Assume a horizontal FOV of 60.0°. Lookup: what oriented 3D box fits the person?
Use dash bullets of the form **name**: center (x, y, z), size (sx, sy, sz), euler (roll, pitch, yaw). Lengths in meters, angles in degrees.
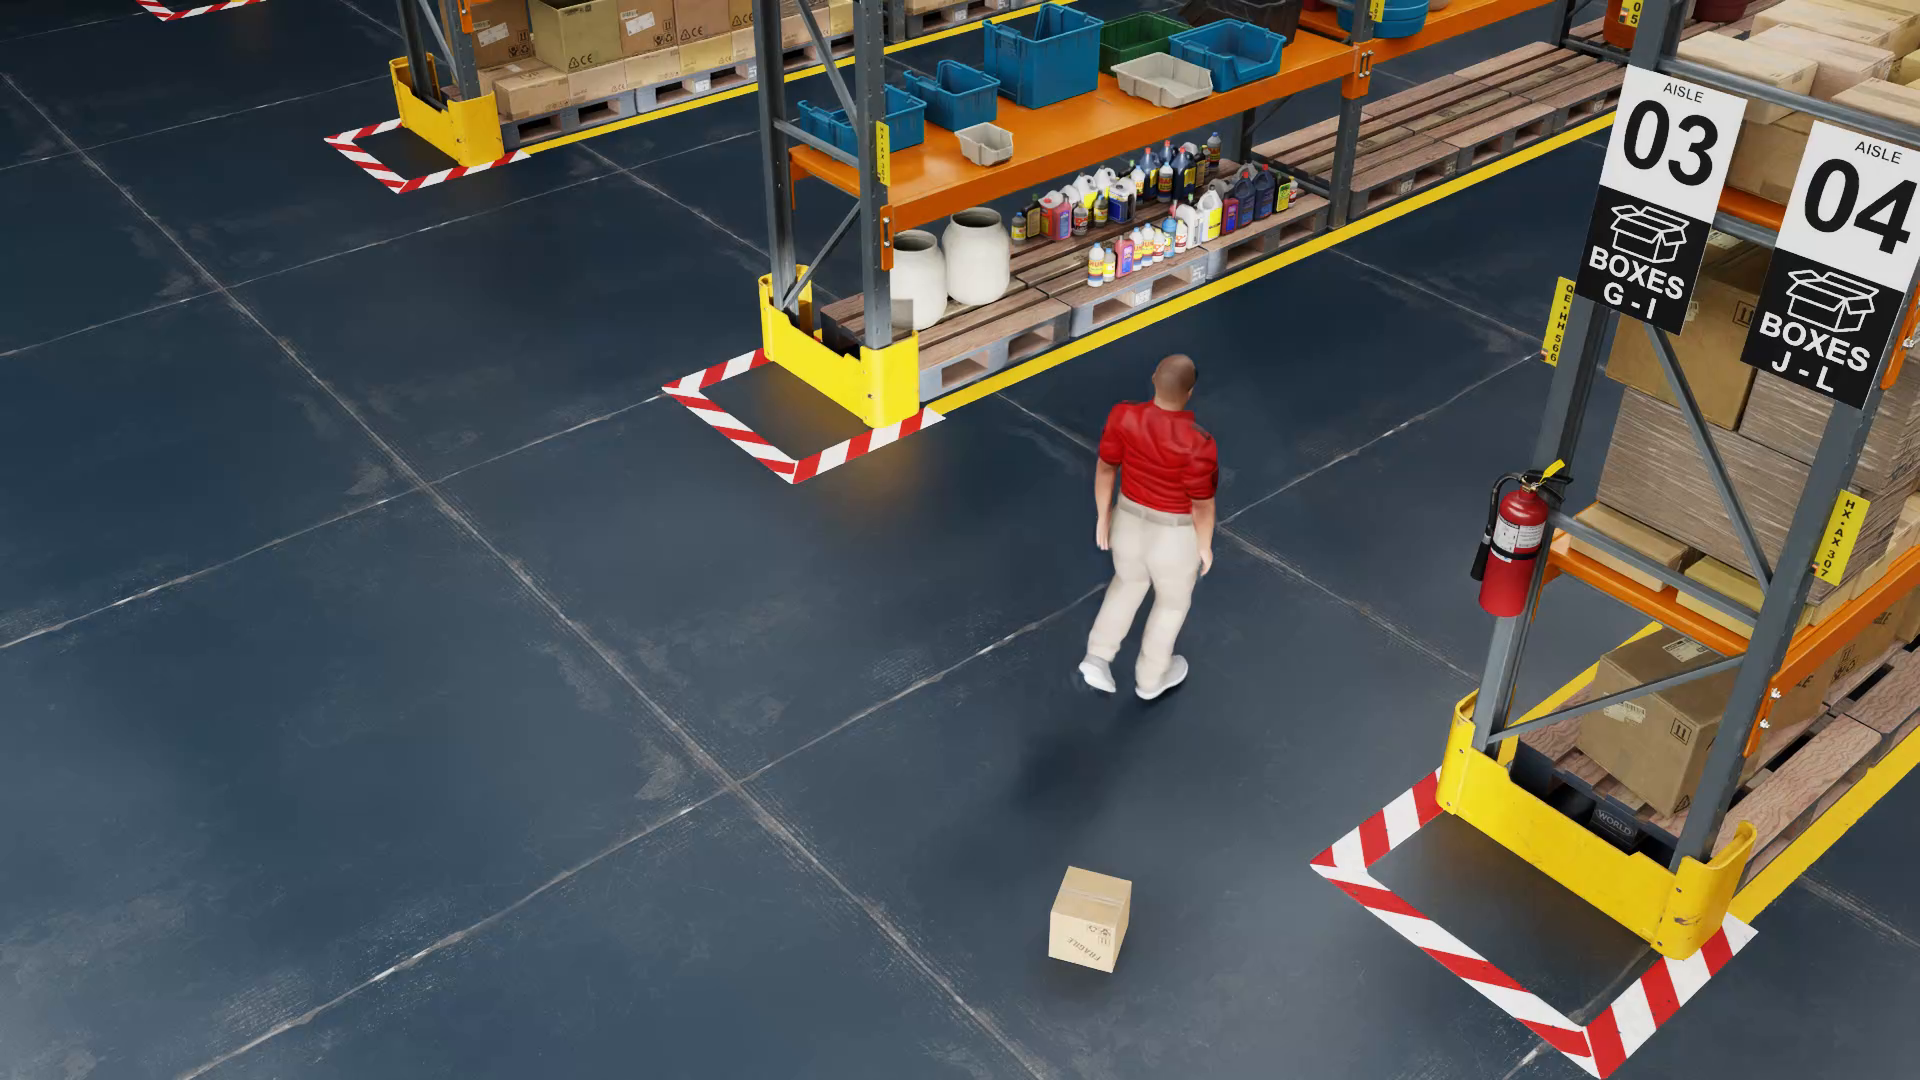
- **person**: center (0.802, -0.013, 7.071), size (0.545, 1.712, 0.568), euler (24, 42, 29)
